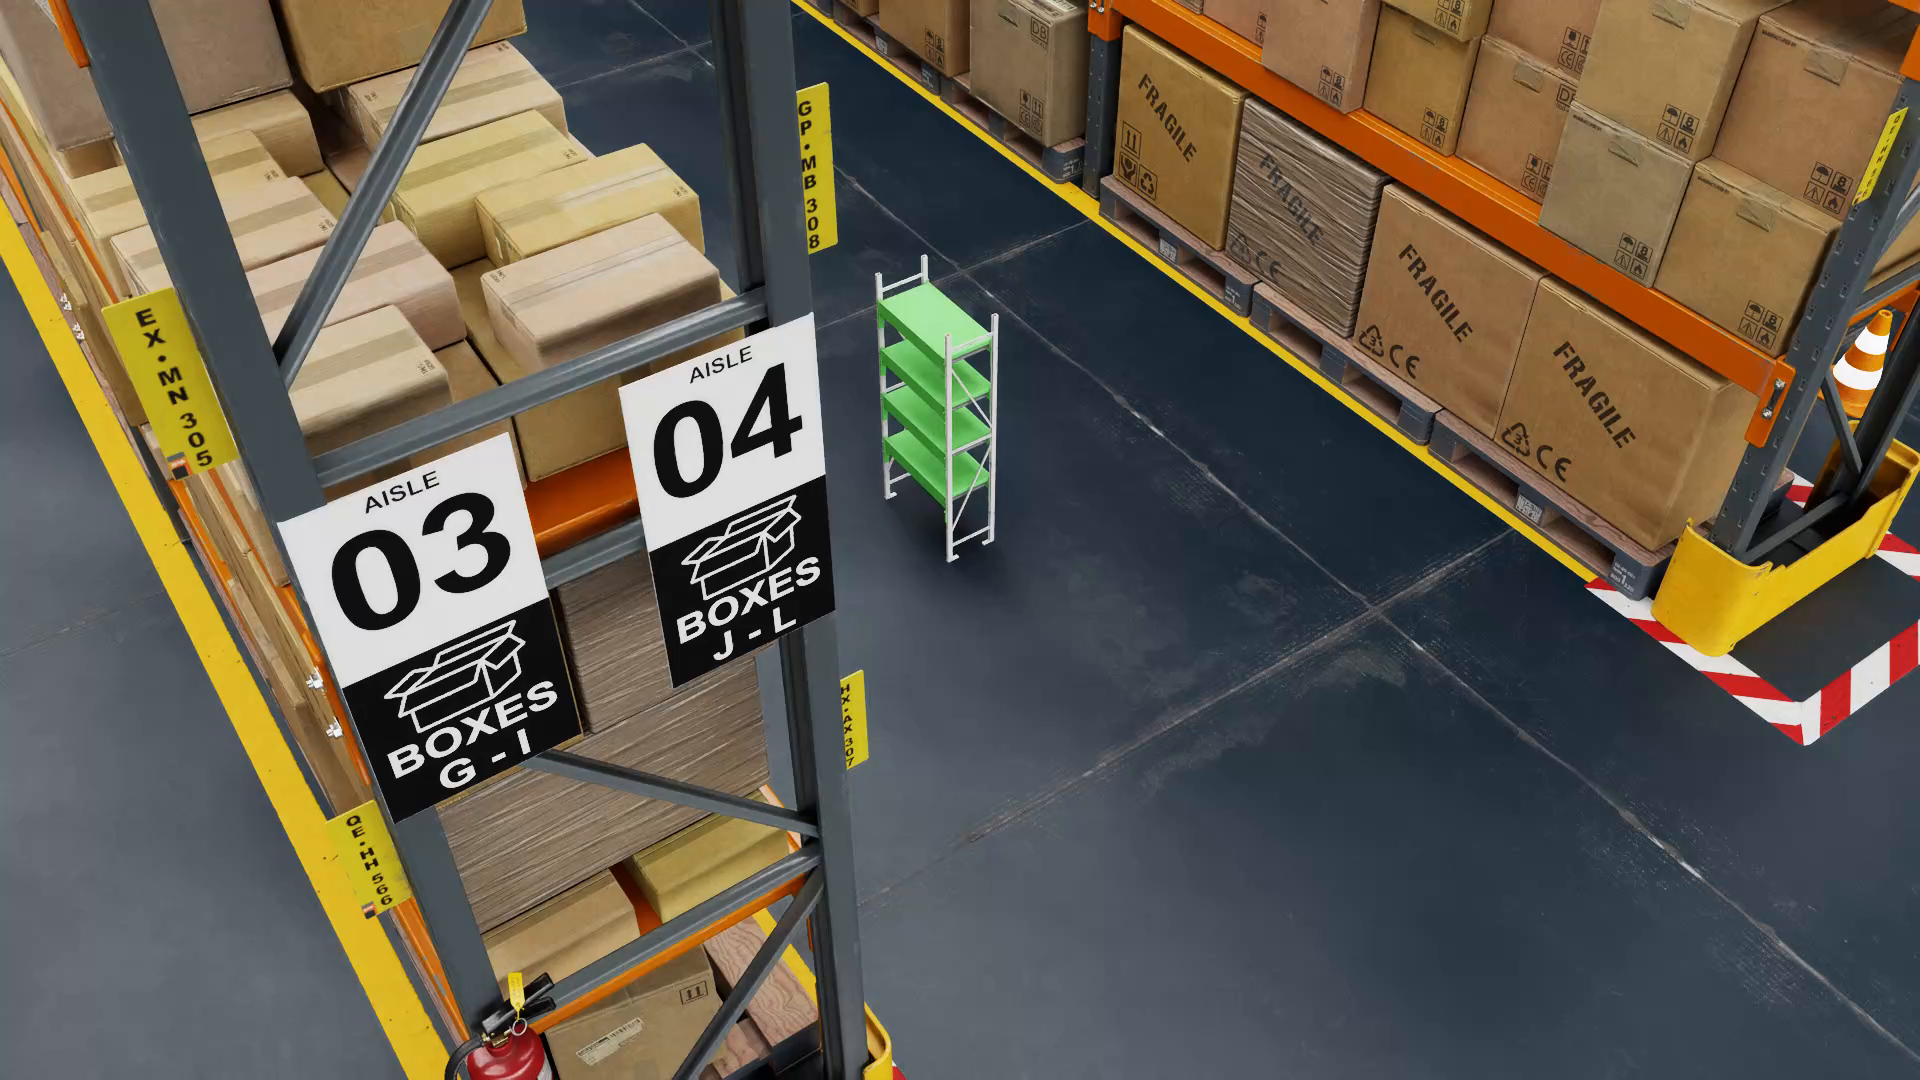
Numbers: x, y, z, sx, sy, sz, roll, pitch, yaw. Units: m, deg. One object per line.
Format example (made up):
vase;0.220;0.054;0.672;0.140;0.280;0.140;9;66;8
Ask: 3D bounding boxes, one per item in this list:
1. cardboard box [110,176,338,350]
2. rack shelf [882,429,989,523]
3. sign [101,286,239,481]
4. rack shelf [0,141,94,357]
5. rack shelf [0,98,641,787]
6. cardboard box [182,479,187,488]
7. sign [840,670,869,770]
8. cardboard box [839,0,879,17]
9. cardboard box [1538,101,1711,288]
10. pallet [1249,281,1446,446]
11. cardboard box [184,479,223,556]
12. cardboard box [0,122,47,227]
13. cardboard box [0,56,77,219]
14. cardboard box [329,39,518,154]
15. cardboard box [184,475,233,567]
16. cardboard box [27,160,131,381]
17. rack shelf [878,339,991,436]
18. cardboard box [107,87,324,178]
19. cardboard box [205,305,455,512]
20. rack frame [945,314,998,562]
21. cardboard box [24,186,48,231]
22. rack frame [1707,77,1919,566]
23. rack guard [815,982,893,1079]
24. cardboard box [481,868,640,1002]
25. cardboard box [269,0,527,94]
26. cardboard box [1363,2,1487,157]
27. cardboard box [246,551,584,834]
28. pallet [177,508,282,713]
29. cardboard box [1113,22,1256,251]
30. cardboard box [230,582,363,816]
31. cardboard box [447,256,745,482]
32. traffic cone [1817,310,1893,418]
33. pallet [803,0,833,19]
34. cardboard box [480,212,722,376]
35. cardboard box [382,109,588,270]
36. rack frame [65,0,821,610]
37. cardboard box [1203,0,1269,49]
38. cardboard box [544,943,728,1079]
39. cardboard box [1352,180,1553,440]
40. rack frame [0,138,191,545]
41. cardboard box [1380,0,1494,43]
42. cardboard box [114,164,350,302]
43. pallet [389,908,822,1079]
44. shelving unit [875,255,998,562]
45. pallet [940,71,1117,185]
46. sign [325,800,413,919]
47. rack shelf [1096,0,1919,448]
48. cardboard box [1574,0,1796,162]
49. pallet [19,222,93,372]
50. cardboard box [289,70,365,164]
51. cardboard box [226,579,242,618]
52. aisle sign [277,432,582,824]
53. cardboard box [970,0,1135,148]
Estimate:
cardboard box;-1.427;-0.546;3.288;0.380;0.149;0.250;-28;50;-26
rack shelf;-0.095;-0.308;7.135;0.258;0.148;0.480;-26;49;-24
sign;-1.180;-0.229;2.495;0.100;0.325;0.005;-26;49;-24
rack shelf;-4.146;-2.170;7.863;1.077;0.370;4.000;-26;49;-24
rack shelf;-1.857;-0.989;4.454;1.077;0.370;4.000;-26;49;-24
cardboard box;-2.390;-0.268;5.531;0.380;0.149;0.250;-26;49;-24
sign;-0.268;0.441;3.980;0.100;0.325;0.005;-26;49;-24
cardboard box;-0.386;-3.929;10.509;1.050;0.750;0.750;-25;49;-24
cardboard box;2.831;-1.483;6.514;0.875;0.550;0.550;-26;49;-24
pallet;2.197;-1.038;8.175;1.003;0.211;1.213;-26;49;-24
cardboard box;-1.917;-0.322;5.118;0.875;0.500;0.500;-26;49;-24
cardboard box;-2.953;-1.447;5.573;0.500;0.500;0.500;-26;49;-24
cardboard box;-2.064;-1.093;4.150;0.500;0.250;0.500;-27;50;-25
cardboard box;-1.229;-1.055;3.822;0.380;0.149;0.250;-26;49;-25
cardboard box;-1.805;-0.316;4.388;0.500;0.500;0.500;-26;49;-24
cardboard box;-2.380;-0.882;4.980;0.500;0.500;0.500;-26;49;-24
rack shelf;-0.095;-0.655;6.803;0.258;0.148;0.480;-26;49;-24
cardboard box;-1.630;-0.868;3.626;0.380;0.149;0.250;-25;49;-24
cardboard box;-1.128;-0.241;2.969;0.380;0.149;0.250;-26;49;-24
rack frame;0.045;-0.390;6.780;0.240;1.200;0.015;-26;49;-24
cardboard box;-2.795;-1.162;5.998;0.875;0.500;0.500;-26;49;-24
rack frame;3.413;-0.934;6.047;1.000;3.000;0.127;-26;49;-24
rack guard;-0.757;1.829;4.963;1.175;0.500;0.348;-26;49;-24
cardboard box;-1.046;0.979;4.225;0.380;0.149;0.250;-26;49;-24
cardboard box;-1.341;-1.389;3.701;0.500;0.500;0.500;-26;49;-25
cardboard box;2.276;-2.134;7.195;0.875;0.550;0.500;-26;49;-24
cardboard box;-1.231;0.249;3.796;0.500;0.500;0.500;-26;49;-24
pallet;-2.588;0.078;7.007;1.003;0.211;1.213;-26;49;-24
cardboard box;1.427;-2.199;8.607;0.875;0.875;0.875;-25;49;-24
cardboard box;-1.390;0.266;4.502;0.875;0.500;0.500;-26;49;-24
cardboard box;-0.777;-0.438;3.463;0.500;0.250;0.500;-24;49;-23
traffic cone;4.274;-0.878;7.826;0.336;0.463;0.334;-26;49;-24
pallet;-0.775;-3.980;11.257;1.003;0.211;1.213;-26;49;-24
cardboard box;-0.681;-0.454;3.192;0.380;0.149;0.250;-26;49;-25
cardboard box;-0.996;-0.734;3.485;0.380;0.149;0.250;-27;50;-25
rack frame;-0.713;-1.202;1.983;1.000;3.000;0.127;-26;49;-24
cardboard box;1.678;-2.747;7.837;0.875;0.550;0.550;-26;49;-24
cardboard box;-1.057;1.360;5.150;0.500;0.500;0.500;-17;46;-17
cardboard box;2.465;-1.173;7.532;0.875;0.875;0.875;-26;50;-25
rack frame;-3.002;-1.297;6.428;1.000;3.000;0.127;-26;49;-24
cardboard box;2.223;-2.499;6.796;0.875;0.550;0.500;-26;49;-24
cardboard box;-1.485;-0.517;3.547;0.500;0.250;0.500;-25;49;-24
pallet;-1.193;1.460;5.559;1.003;0.211;1.213;-26;49;-24
shelving unit;-0.095;-0.528;6.925;0.258;1.200;0.503;-26;49;-24
pallet;0.621;-2.598;9.810;1.003;0.211;1.213;-26;49;-24
sign;-1.180;0.643;3.328;0.100;0.325;0.005;-26;49;-24
rack shelf;2.269;-1.807;7.482;1.077;0.370;4.000;-26;49;-24
cardboard box;2.842;-1.879;6.147;0.875;0.550;0.550;-26;49;-24
pallet;-4.150;-1.421;8.576;1.003;0.211;1.213;-26;49;-24
cardboard box;-1.357;-1.009;4.062;0.500;0.250;0.500;-26;49;-25
cardboard box;-1.990;0.171;5.071;0.380;0.149;0.250;-26;49;-24
aisle sign;-0.924;0.181;2.996;0.394;0.787;0.004;-26;49;-24
cardboard box;0.695;-2.854;9.383;1.050;0.750;0.750;-26;49;-25
